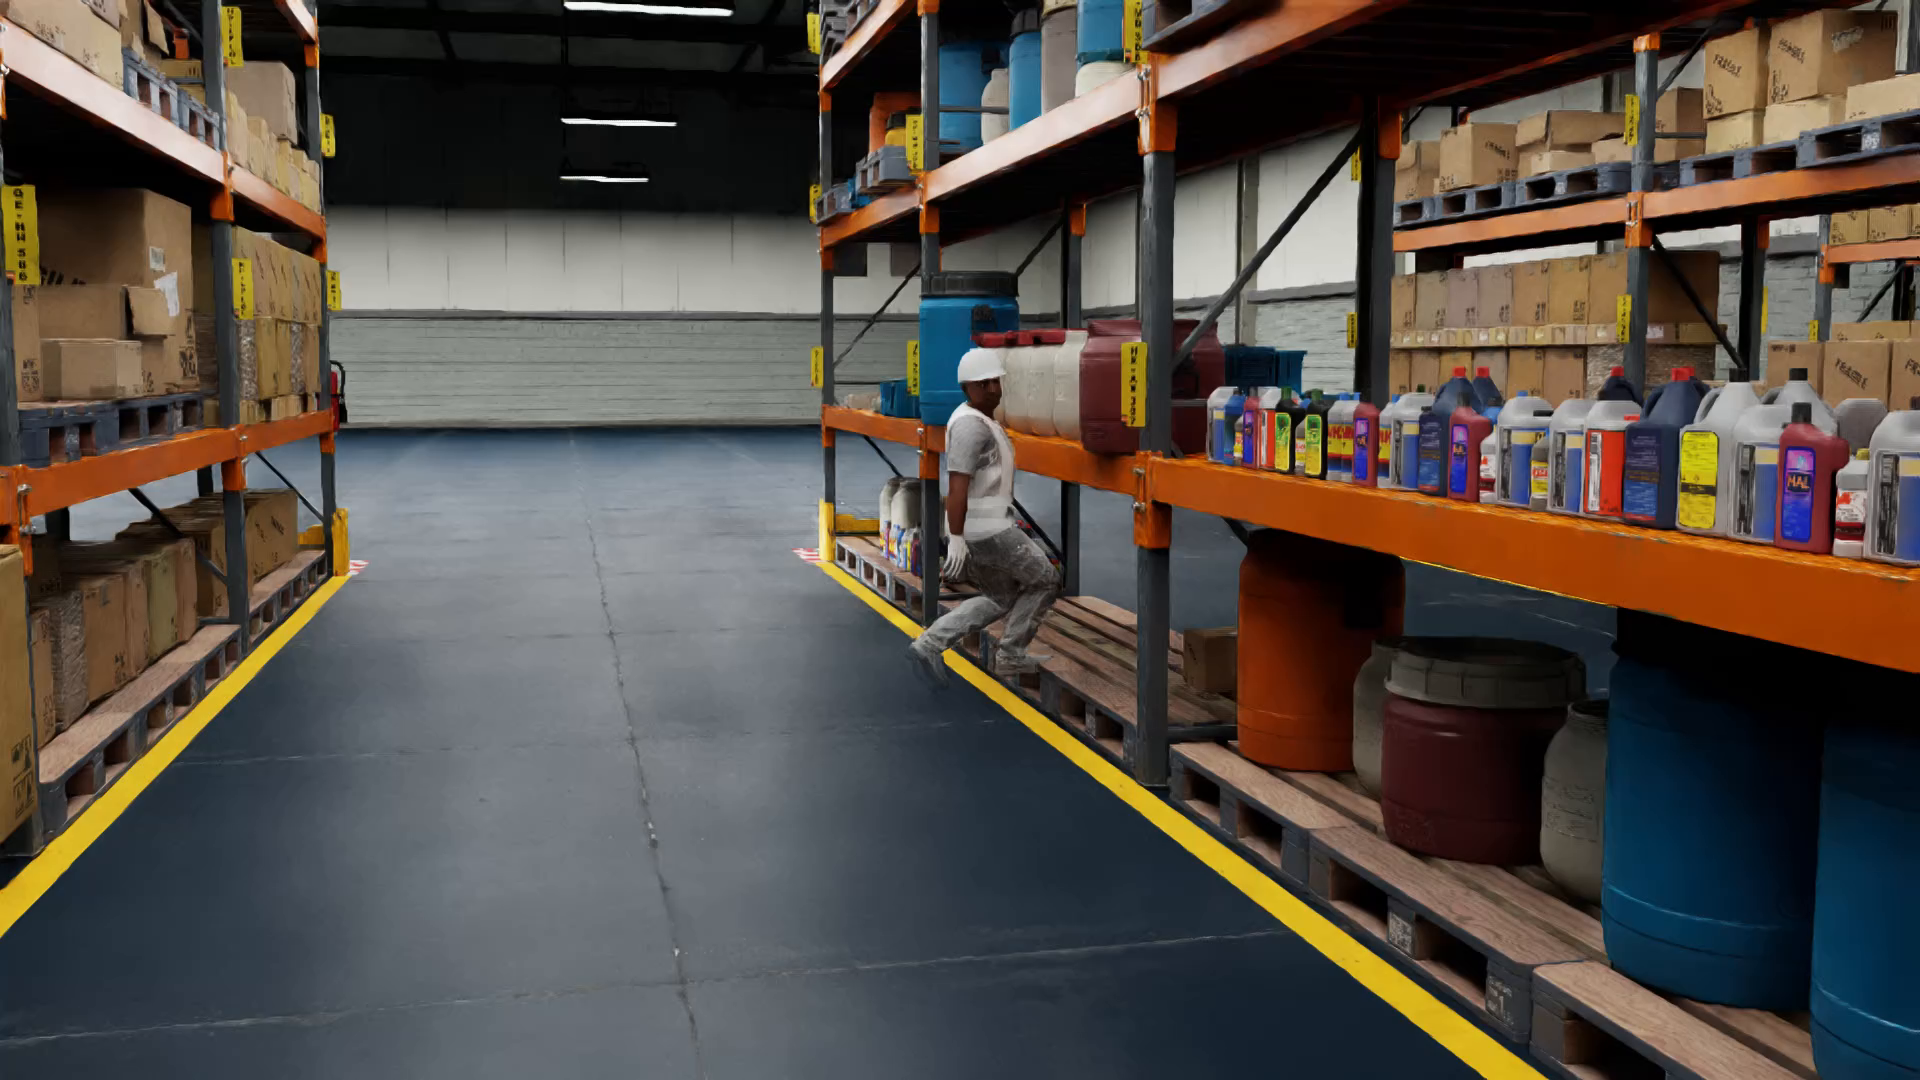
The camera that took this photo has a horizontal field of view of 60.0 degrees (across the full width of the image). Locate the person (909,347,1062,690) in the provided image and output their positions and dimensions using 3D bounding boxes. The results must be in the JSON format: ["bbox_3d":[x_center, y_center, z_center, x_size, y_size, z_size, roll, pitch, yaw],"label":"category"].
[{"bbox_3d":[0.126,-0.073,7.929,0.729,1.683,0.595,0,6,-5],"label":"person"}]
